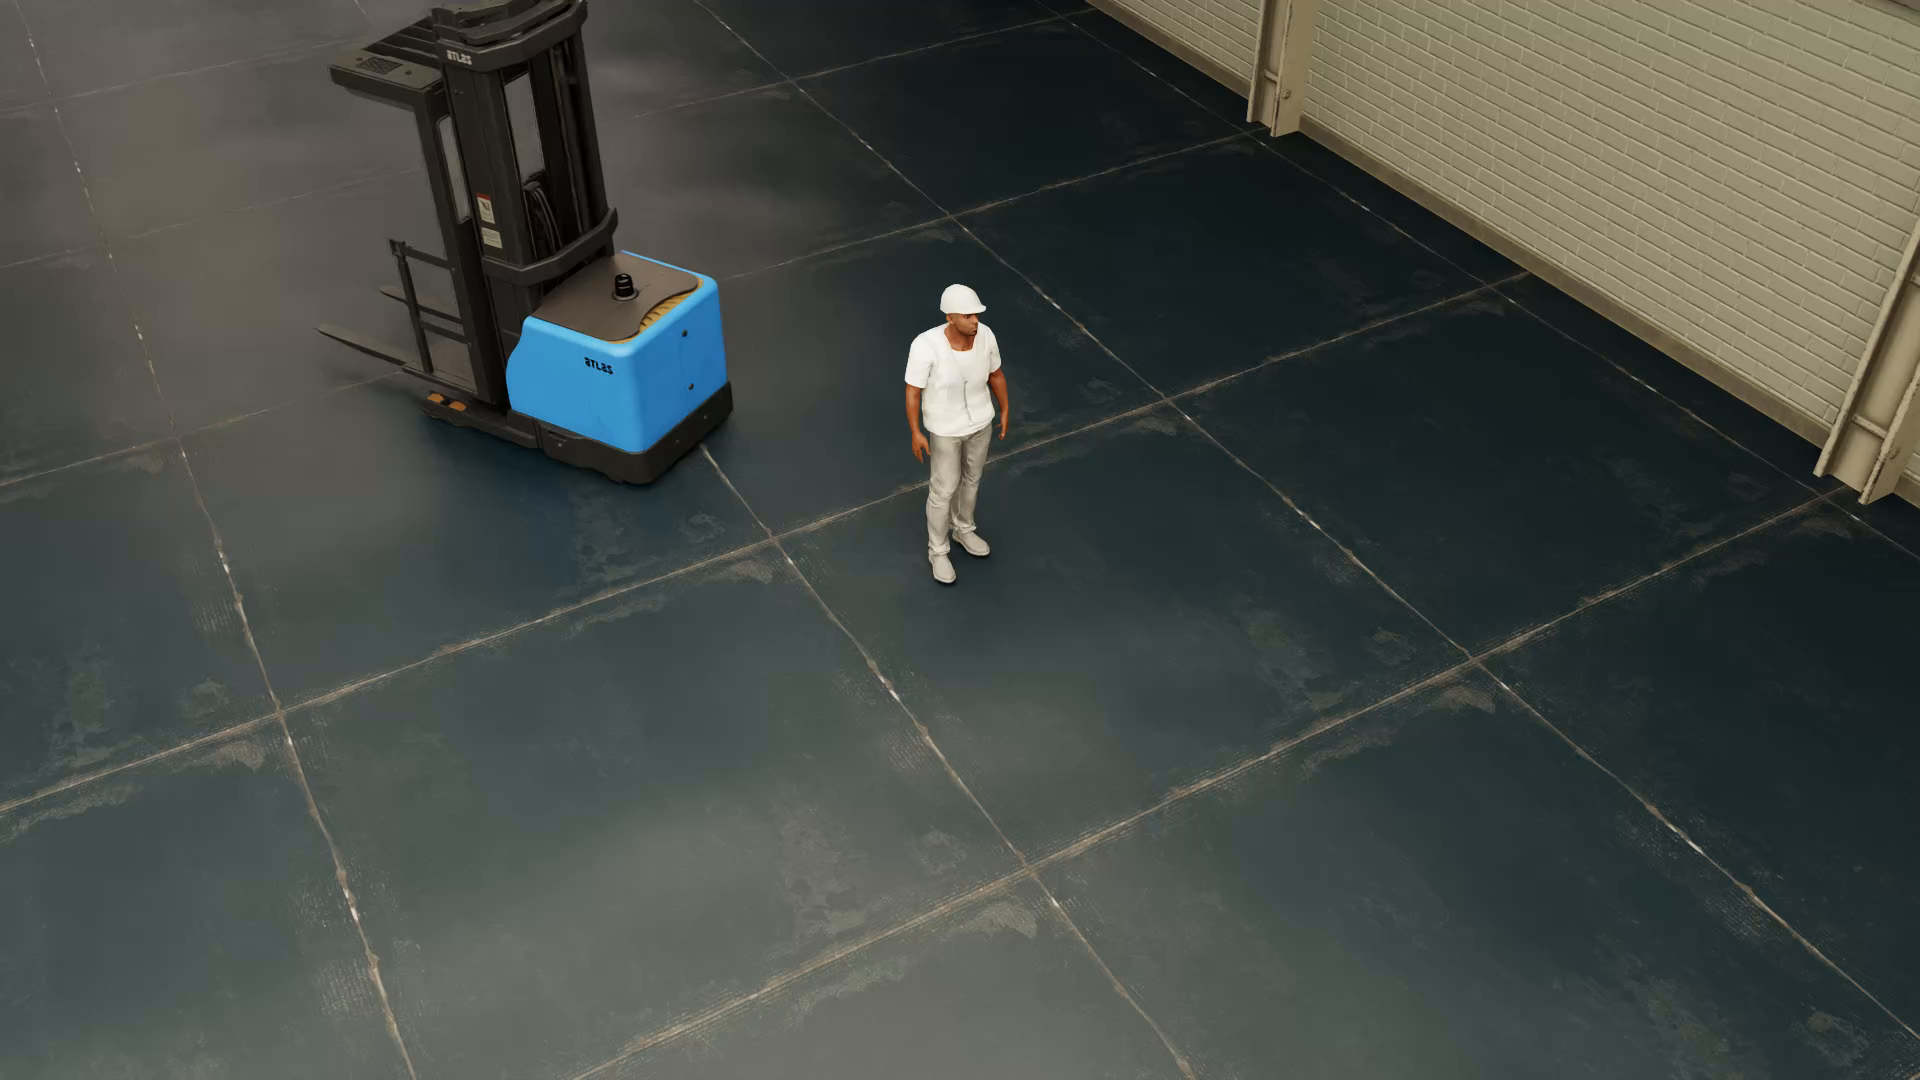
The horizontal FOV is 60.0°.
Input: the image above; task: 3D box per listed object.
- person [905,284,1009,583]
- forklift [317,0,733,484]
[{"bbox_3d":[0.031,-0.645,9.715,0.666,1.768,0.575,-20,44,-23],"label":"person"},{"bbox_3d":[-3.080,-2.171,10.654,3.031,2.935,1.130,20,44,22],"label":"forklift"}]
